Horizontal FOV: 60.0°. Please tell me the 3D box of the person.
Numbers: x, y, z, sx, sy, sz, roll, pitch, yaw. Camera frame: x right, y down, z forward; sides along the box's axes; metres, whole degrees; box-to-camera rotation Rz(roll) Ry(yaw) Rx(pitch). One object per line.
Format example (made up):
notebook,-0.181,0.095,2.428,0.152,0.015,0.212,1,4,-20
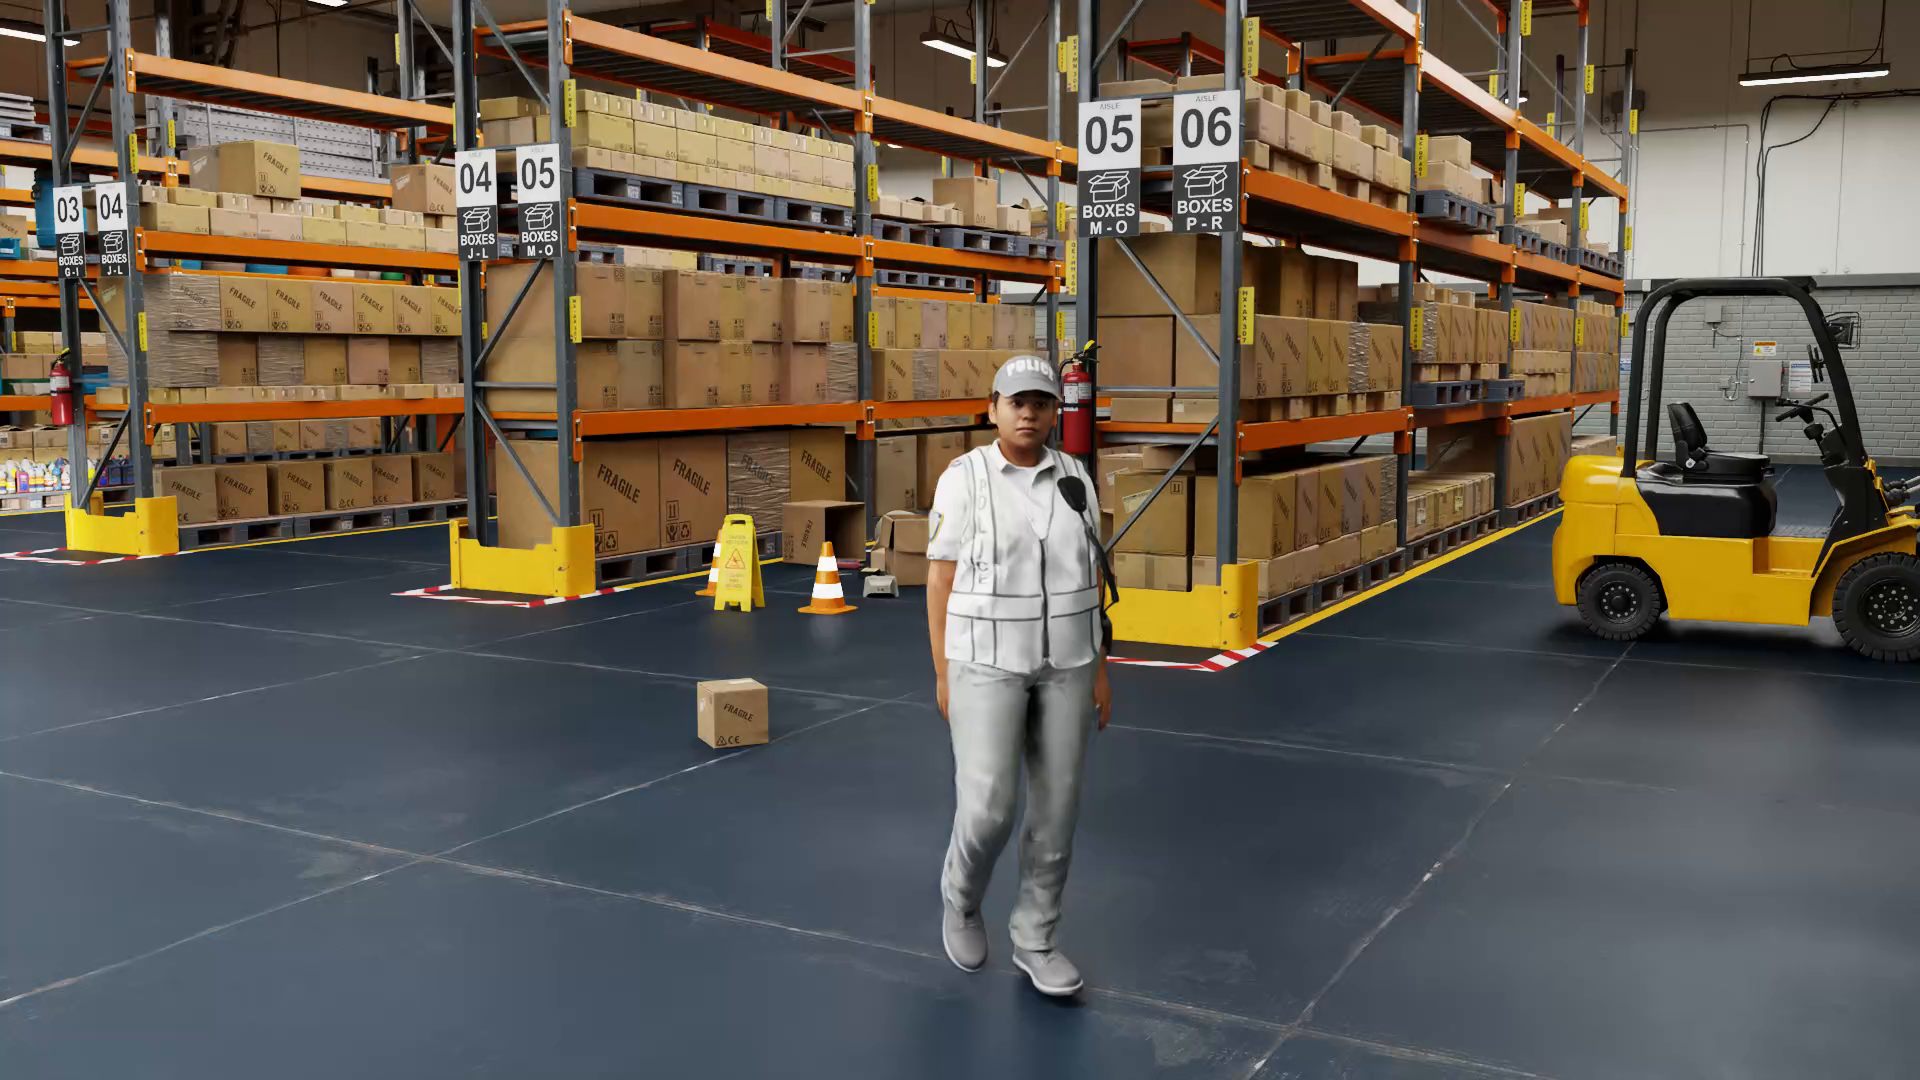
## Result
person,0.166,0.347,4.371,0.481,1.655,0.467,-2,6,-18
